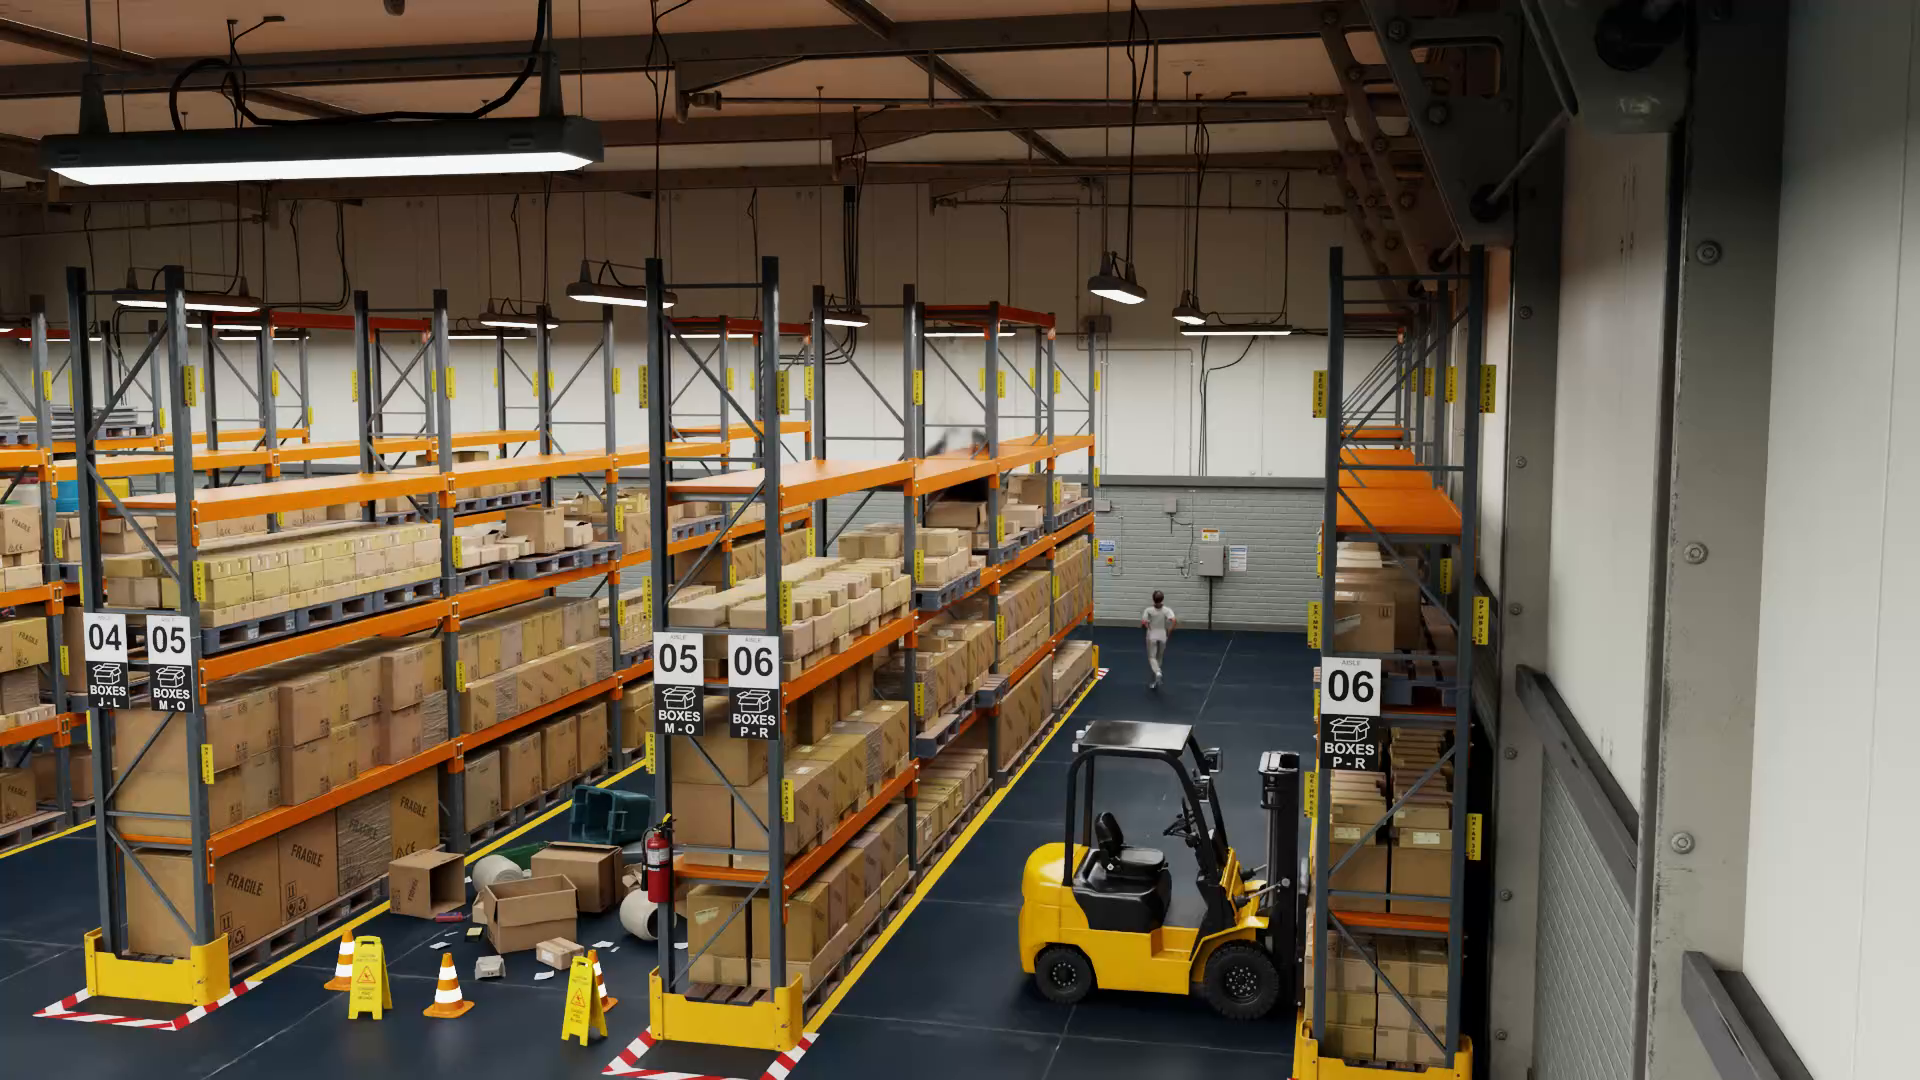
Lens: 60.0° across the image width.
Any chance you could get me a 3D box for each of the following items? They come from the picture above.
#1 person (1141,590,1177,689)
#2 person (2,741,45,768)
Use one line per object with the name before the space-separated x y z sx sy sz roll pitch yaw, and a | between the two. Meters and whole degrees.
person | 3.192 1.640 26.836 0.567 1.667 0.867 -1 6 -5
person | -11.972 2.259 21.119 0.539 1.550 0.615 1 6 12
